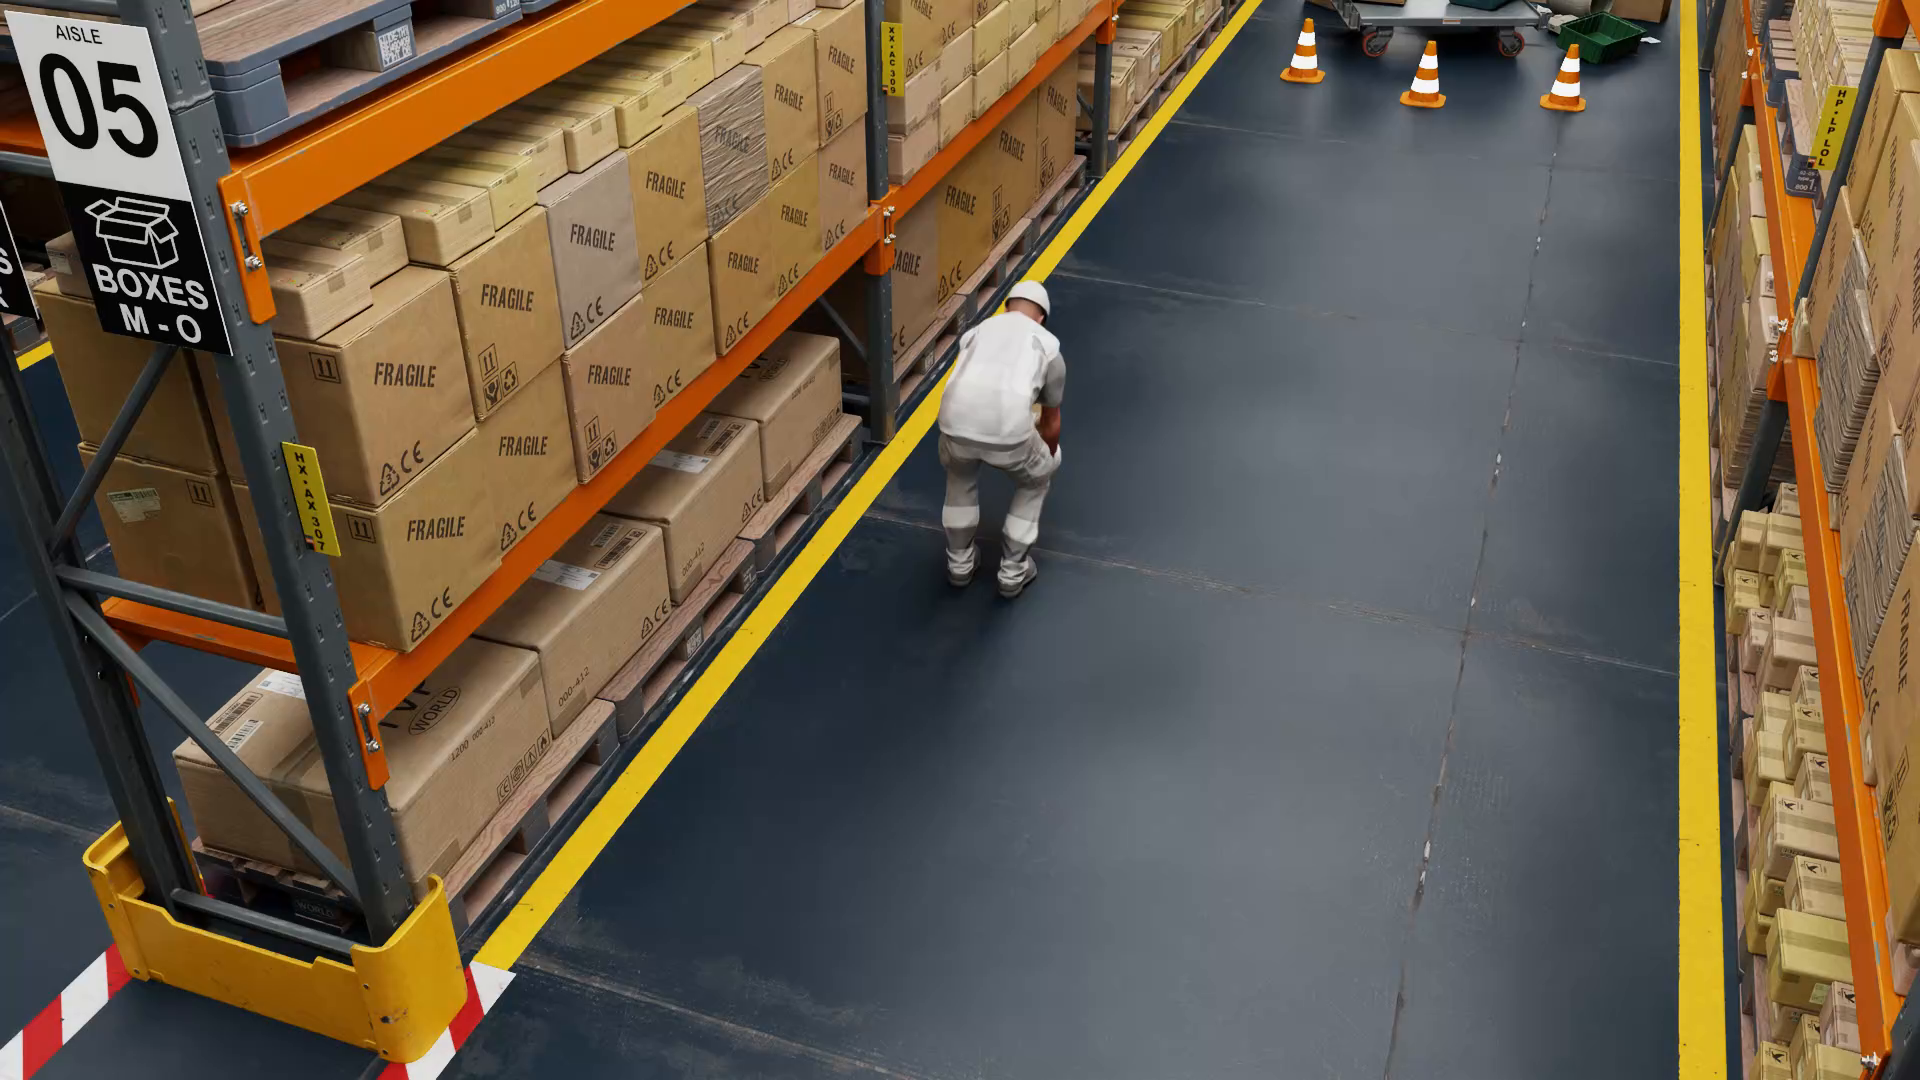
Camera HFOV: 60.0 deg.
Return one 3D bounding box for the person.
[{"bbox_3d":[0.197,-0.442,7.331,0.513,1.205,0.939,10,34,15],"label":"person"}]
